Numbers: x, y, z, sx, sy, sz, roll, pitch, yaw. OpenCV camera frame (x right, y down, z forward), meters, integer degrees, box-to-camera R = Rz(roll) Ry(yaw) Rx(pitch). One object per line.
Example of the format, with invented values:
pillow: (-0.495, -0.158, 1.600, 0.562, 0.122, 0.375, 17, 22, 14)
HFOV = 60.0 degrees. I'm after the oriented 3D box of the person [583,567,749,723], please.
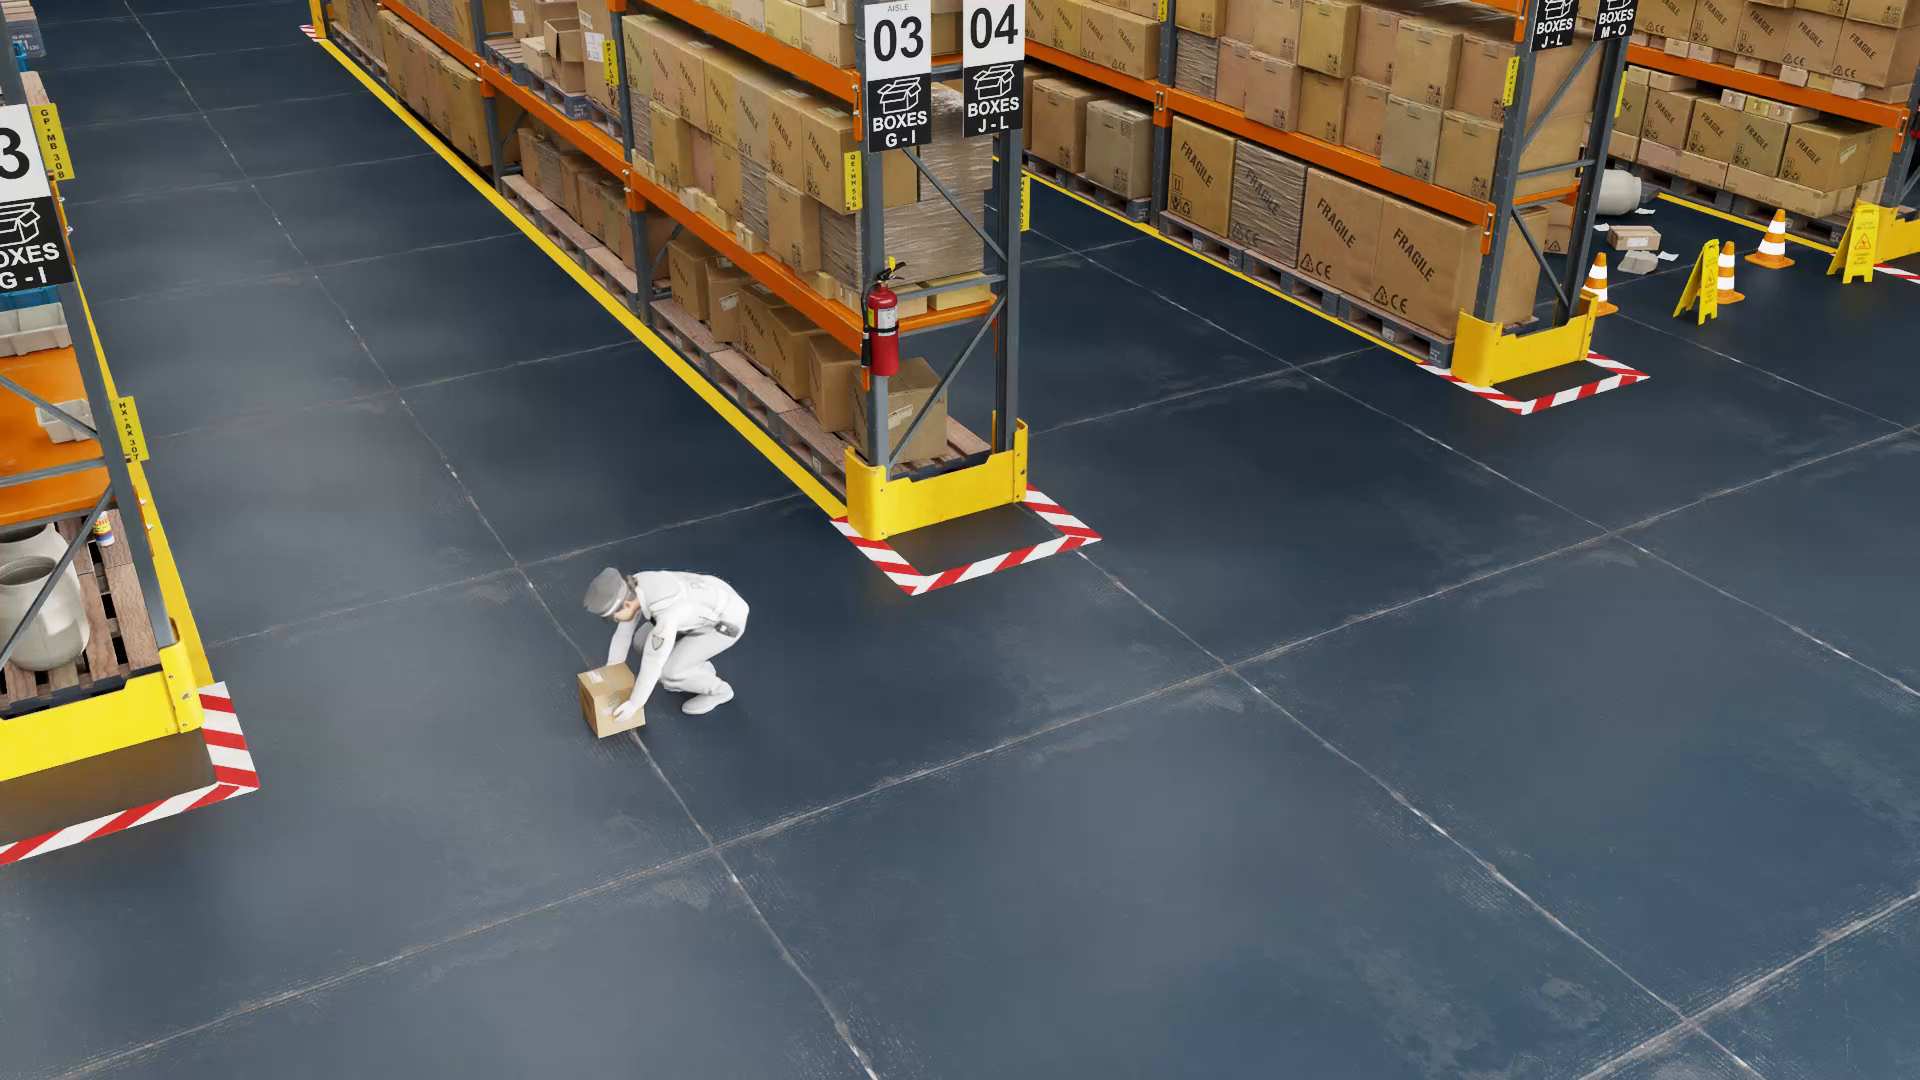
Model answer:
person: (-1.495, 0.468, 8.511, 0.856, 0.898, 0.485, -16, 33, -26)
